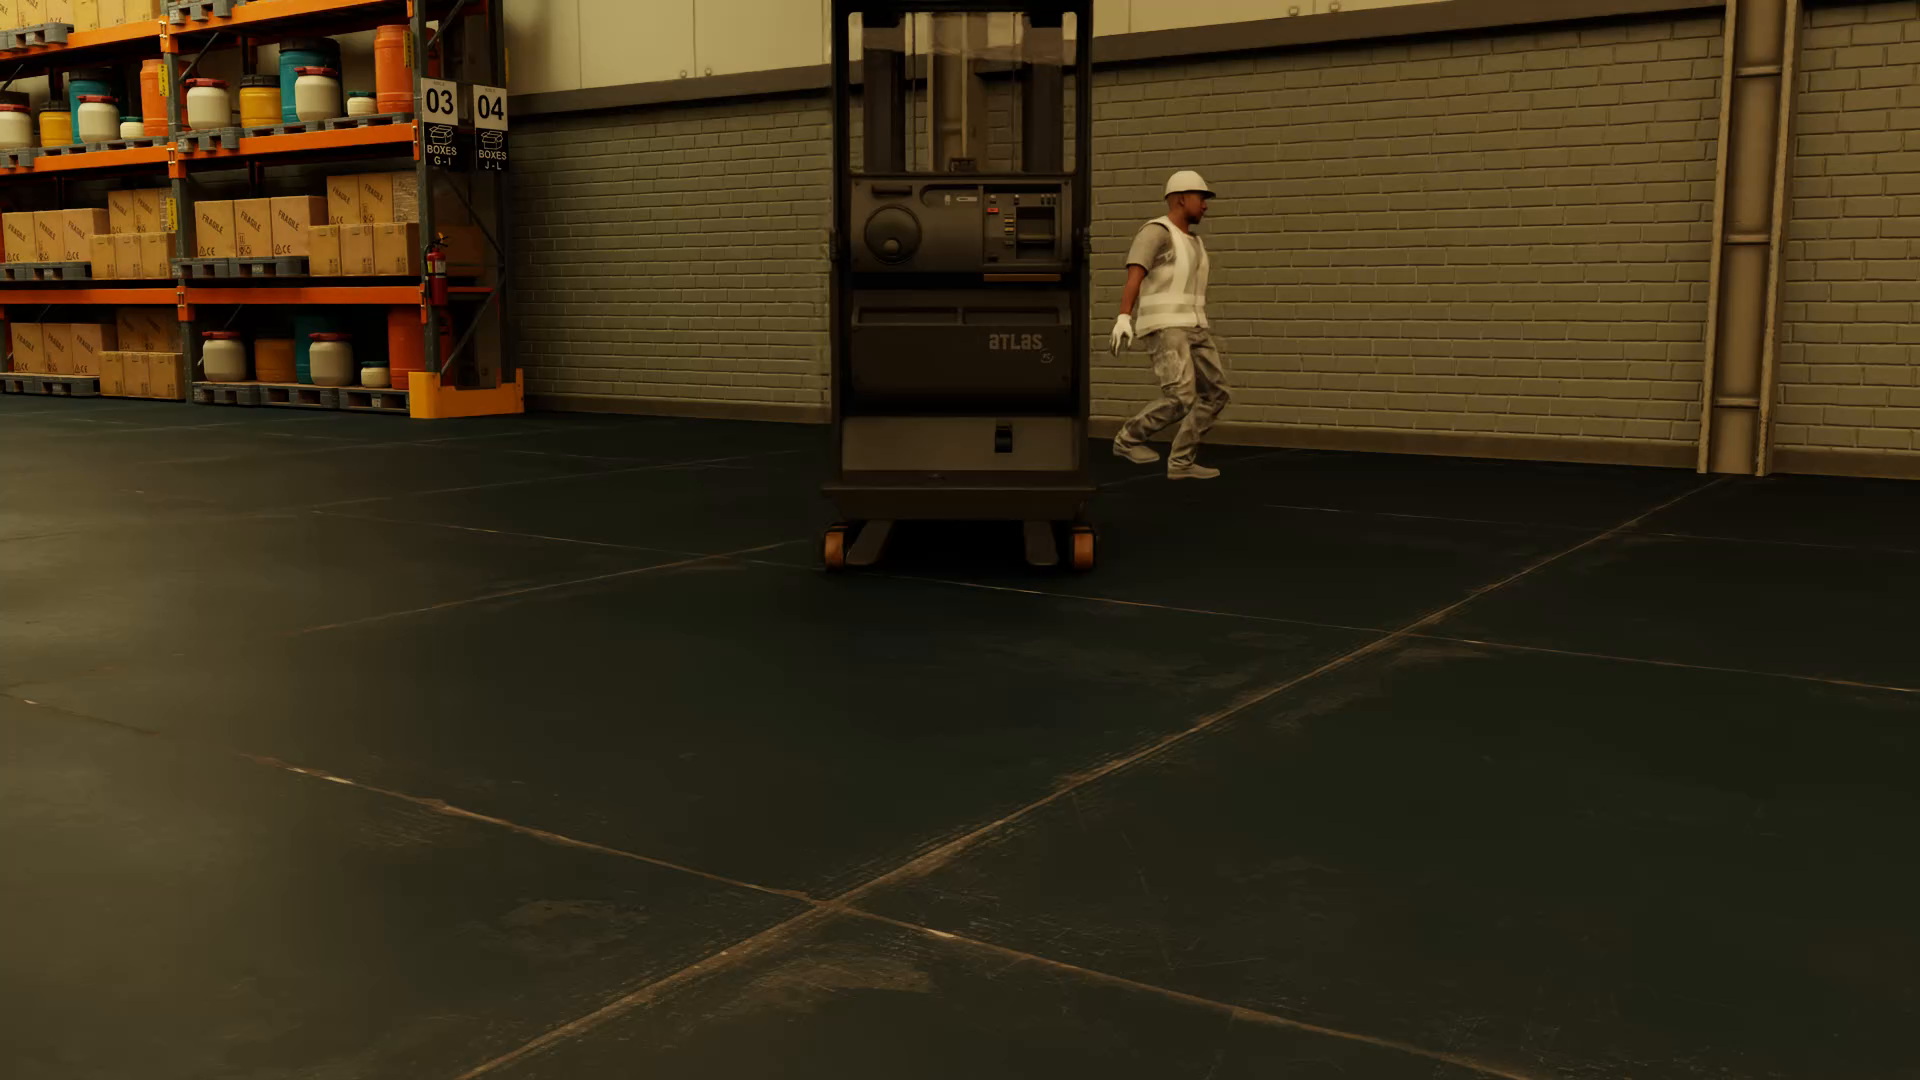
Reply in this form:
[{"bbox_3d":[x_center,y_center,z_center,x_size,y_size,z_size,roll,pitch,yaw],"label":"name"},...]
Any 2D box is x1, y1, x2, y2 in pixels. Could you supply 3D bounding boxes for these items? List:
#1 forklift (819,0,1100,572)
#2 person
[{"bbox_3d":[0.003,-1.364,6.784,1.130,2.935,3.031,0,8,1],"label":"forklift"},{"bbox_3d":[1.119,-1.139,8.966,0.508,1.683,0.889,6,10,37],"label":"person"}]
